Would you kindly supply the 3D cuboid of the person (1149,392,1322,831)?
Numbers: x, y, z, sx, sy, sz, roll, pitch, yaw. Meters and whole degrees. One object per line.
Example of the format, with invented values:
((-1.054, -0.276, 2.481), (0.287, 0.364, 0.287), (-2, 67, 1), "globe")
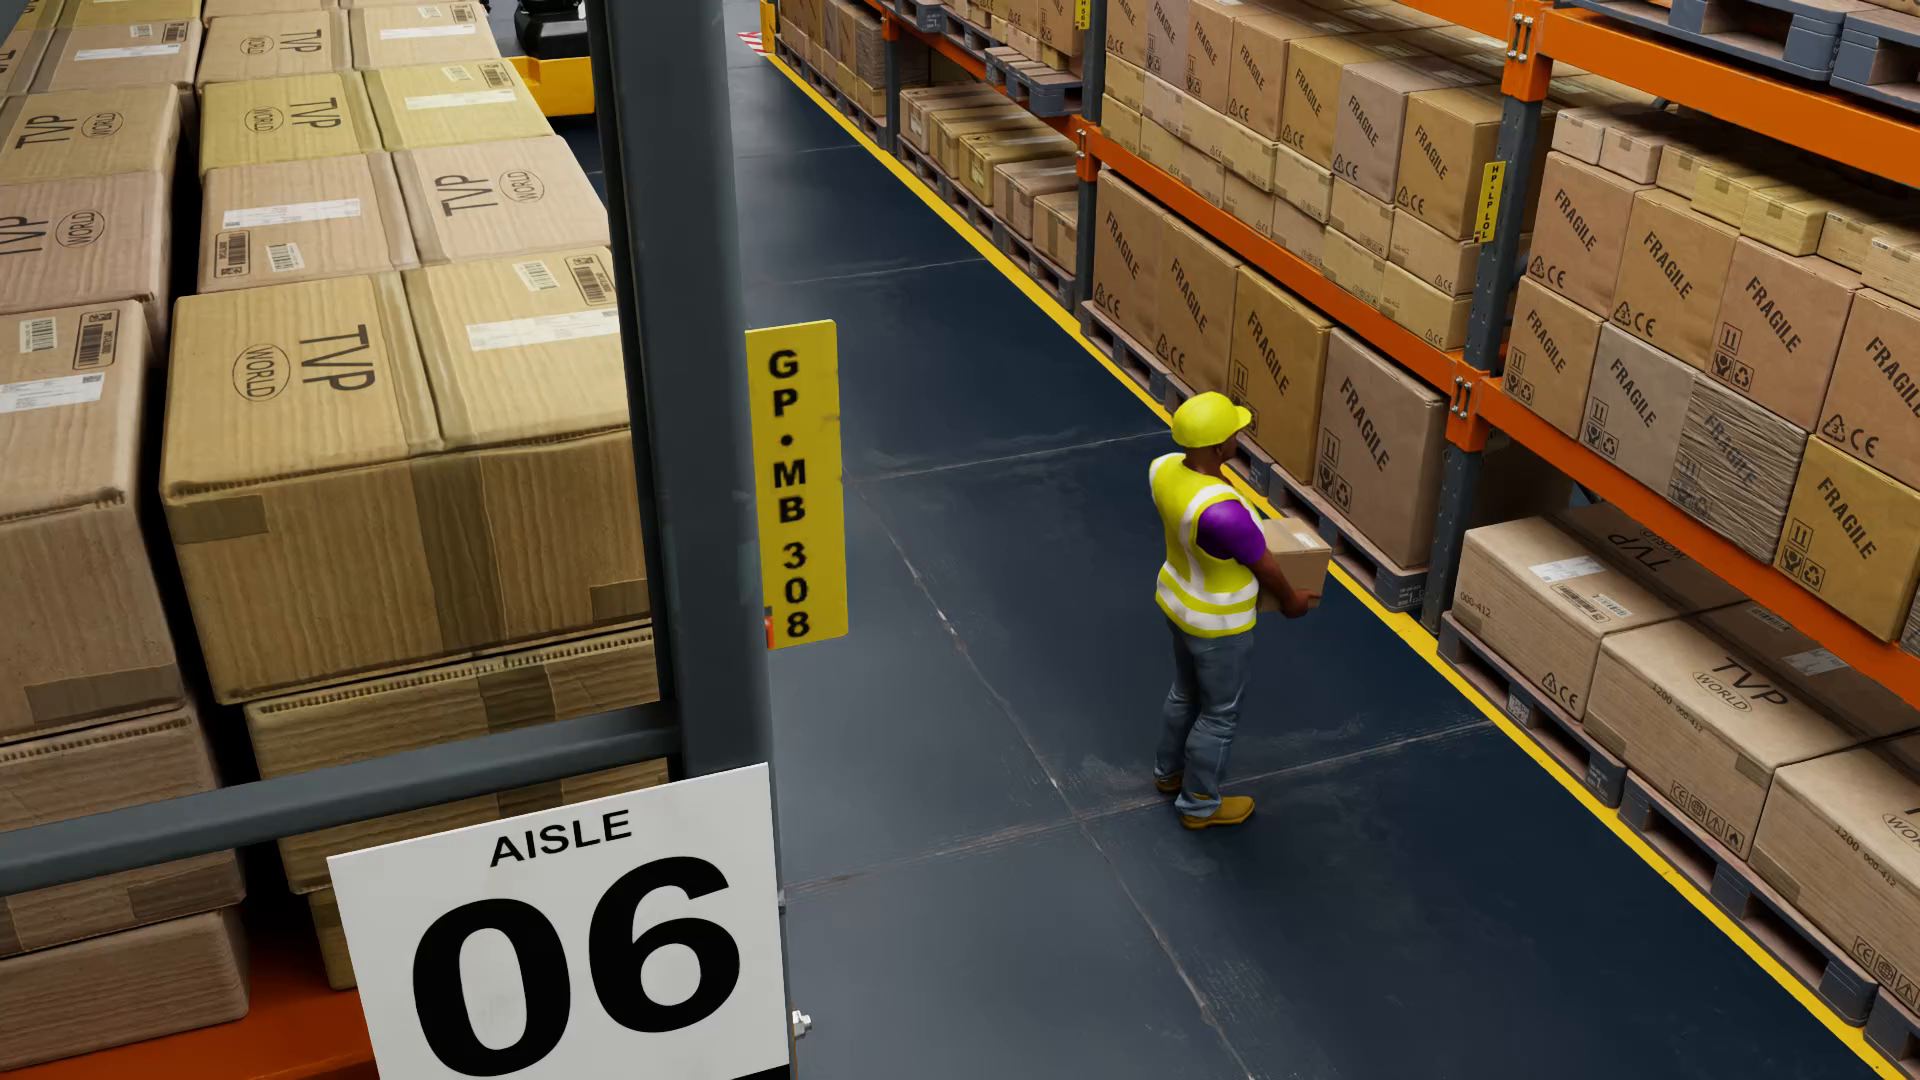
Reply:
((1.005, 0.243, 6.183), (0.586, 1.760, 0.503), (-10, 31, -17), "person")
